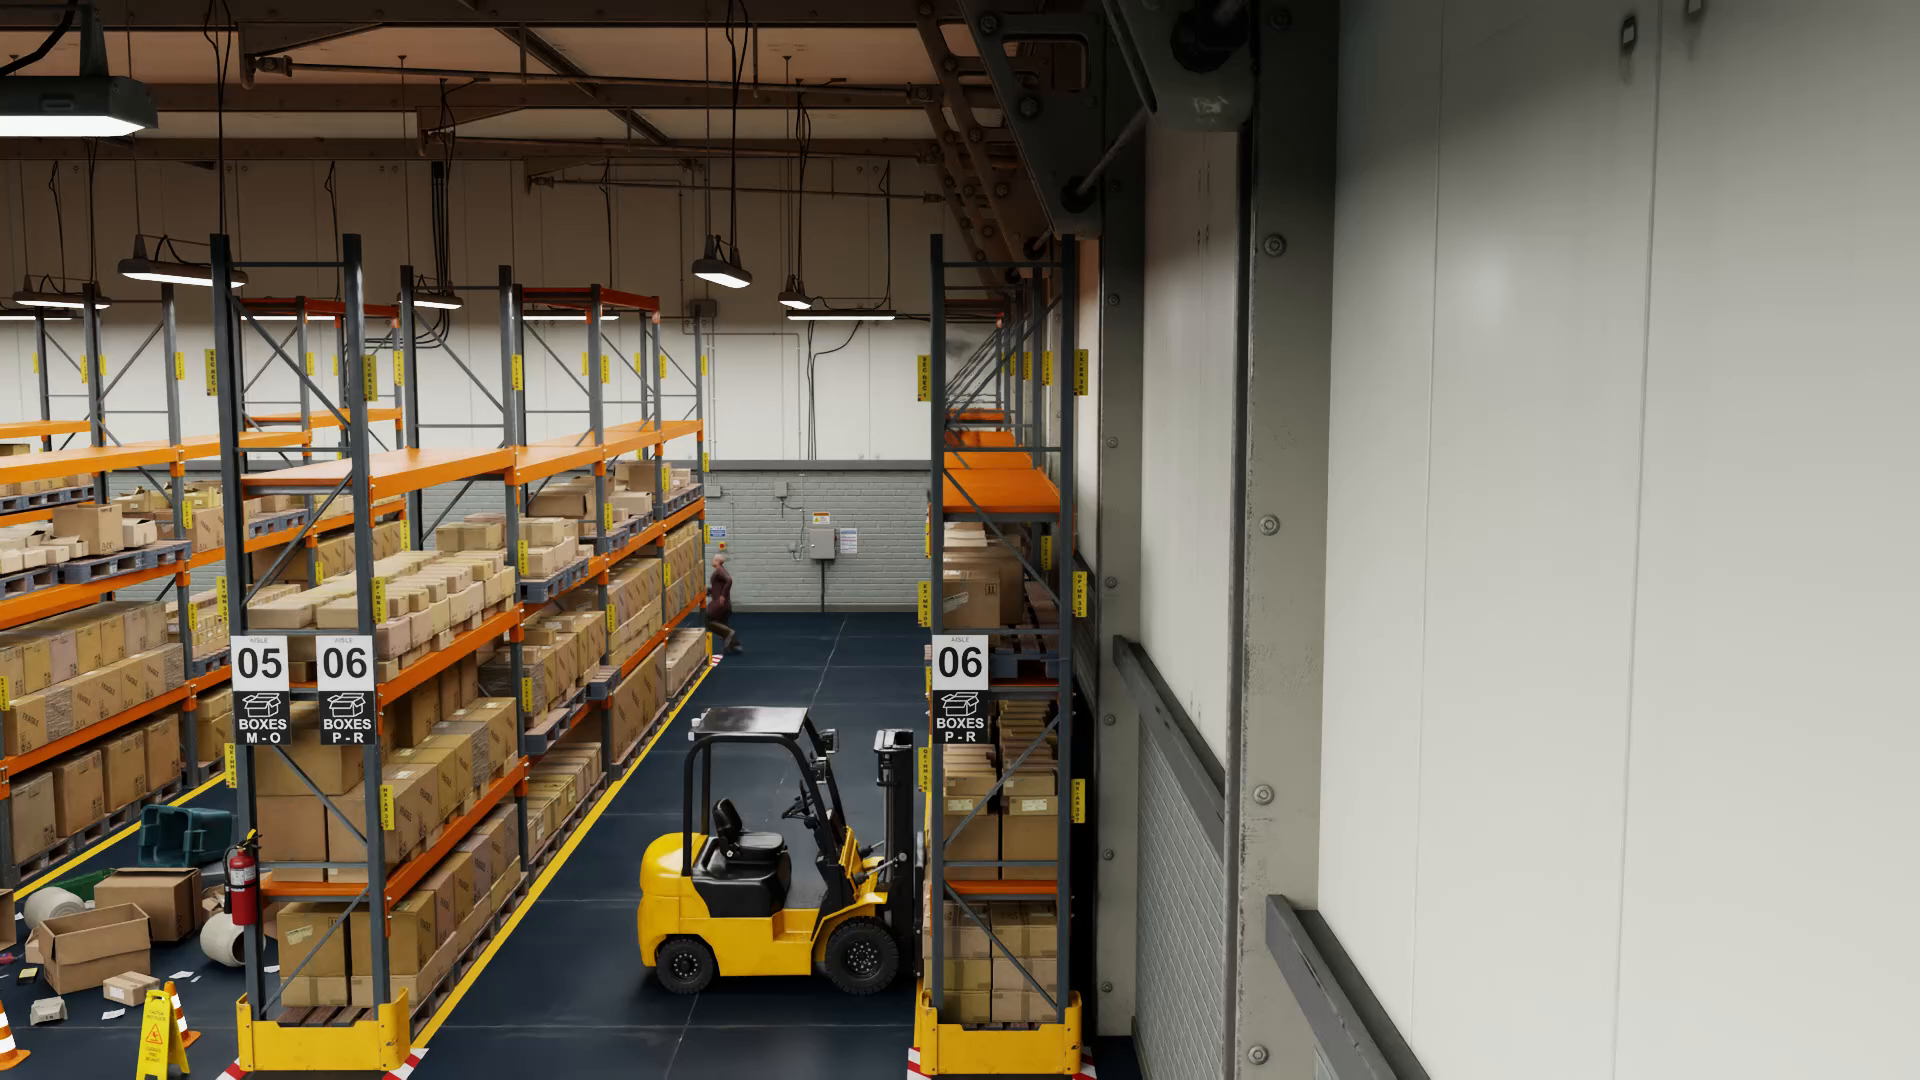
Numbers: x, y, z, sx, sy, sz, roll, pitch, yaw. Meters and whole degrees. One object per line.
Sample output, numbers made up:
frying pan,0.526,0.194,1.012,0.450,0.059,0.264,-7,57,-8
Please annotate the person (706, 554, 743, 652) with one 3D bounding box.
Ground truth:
person,-4.194,1.108,28.938,0.785,1.736,0.732,0,6,-1
